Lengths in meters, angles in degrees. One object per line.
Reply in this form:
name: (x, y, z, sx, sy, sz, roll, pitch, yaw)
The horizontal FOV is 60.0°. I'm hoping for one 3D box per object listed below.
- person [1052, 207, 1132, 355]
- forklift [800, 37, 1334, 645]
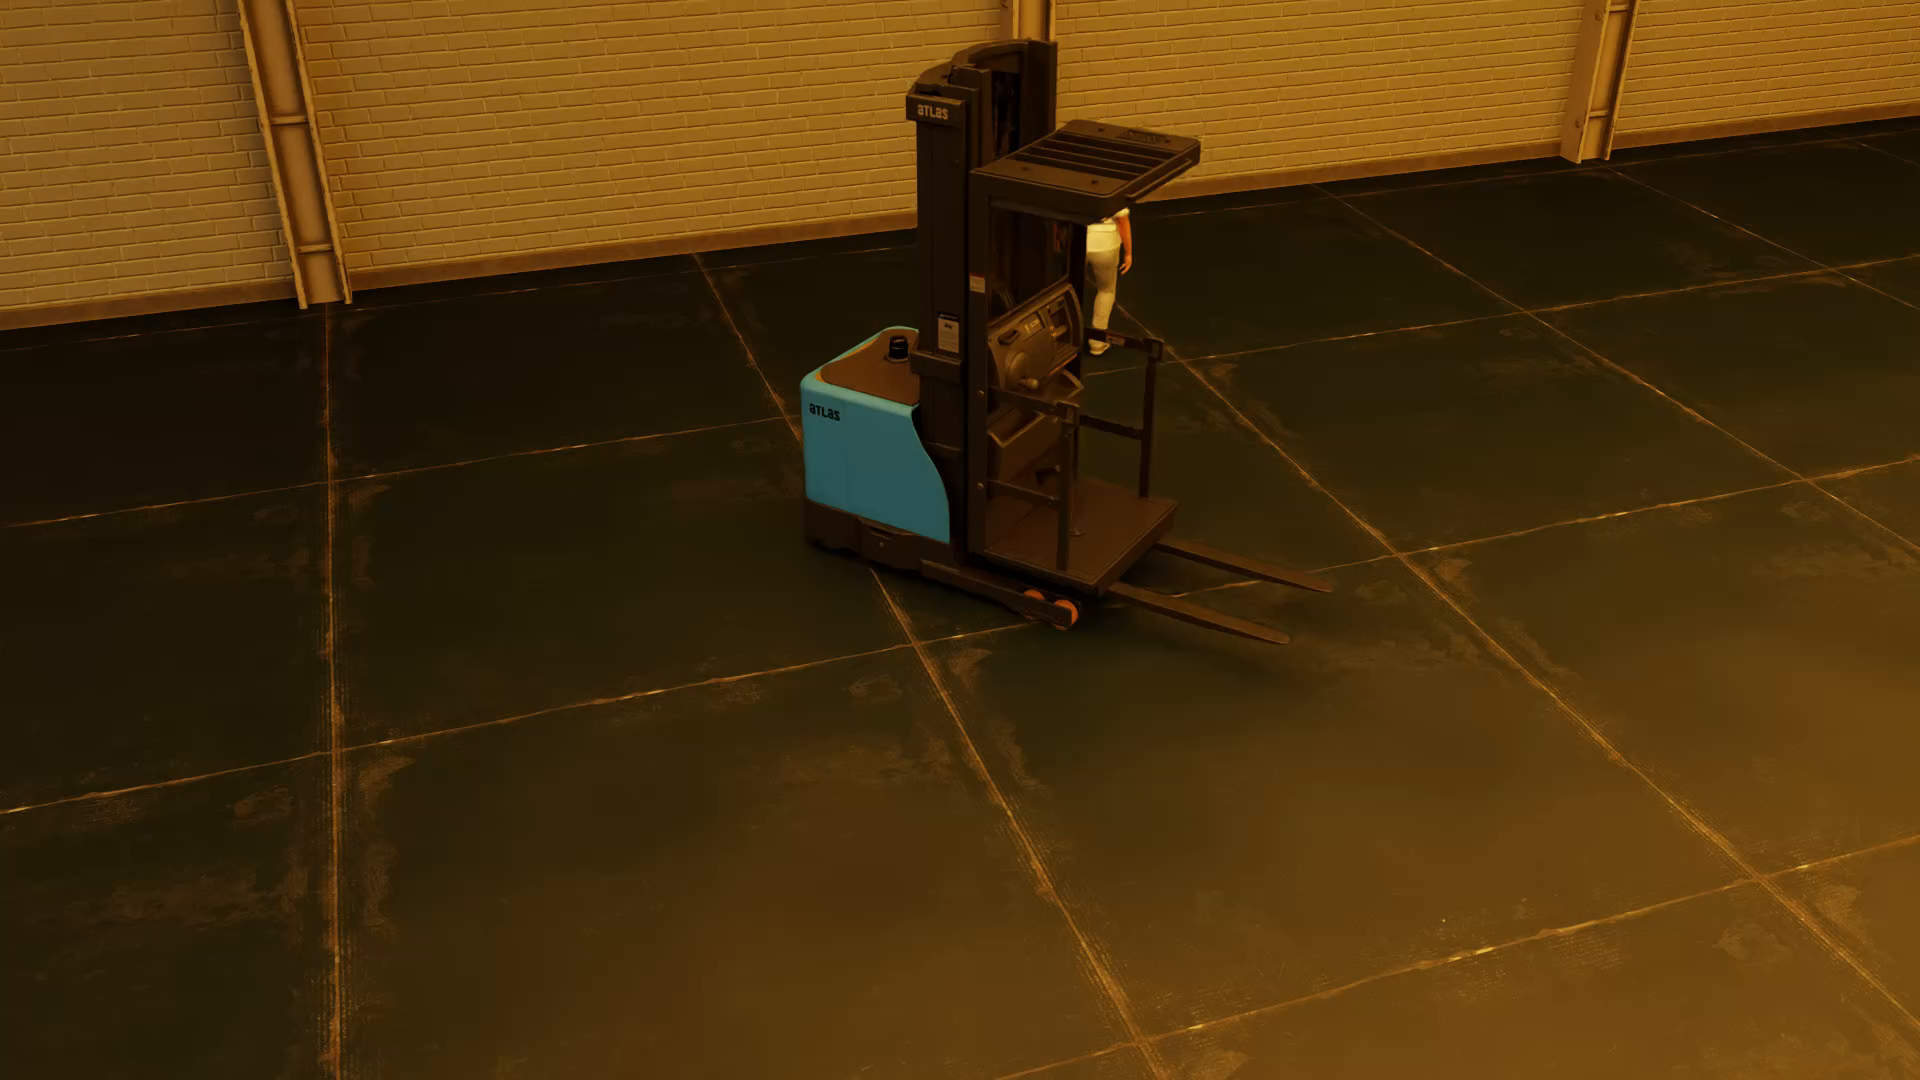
person: (0.956, -2.151, 12.123, 0.646, 1.645, 0.454, 8, 31, 14)
forklift: (0.593, -1.076, 8.958, 3.031, 2.935, 1.130, 17, 34, 27)
